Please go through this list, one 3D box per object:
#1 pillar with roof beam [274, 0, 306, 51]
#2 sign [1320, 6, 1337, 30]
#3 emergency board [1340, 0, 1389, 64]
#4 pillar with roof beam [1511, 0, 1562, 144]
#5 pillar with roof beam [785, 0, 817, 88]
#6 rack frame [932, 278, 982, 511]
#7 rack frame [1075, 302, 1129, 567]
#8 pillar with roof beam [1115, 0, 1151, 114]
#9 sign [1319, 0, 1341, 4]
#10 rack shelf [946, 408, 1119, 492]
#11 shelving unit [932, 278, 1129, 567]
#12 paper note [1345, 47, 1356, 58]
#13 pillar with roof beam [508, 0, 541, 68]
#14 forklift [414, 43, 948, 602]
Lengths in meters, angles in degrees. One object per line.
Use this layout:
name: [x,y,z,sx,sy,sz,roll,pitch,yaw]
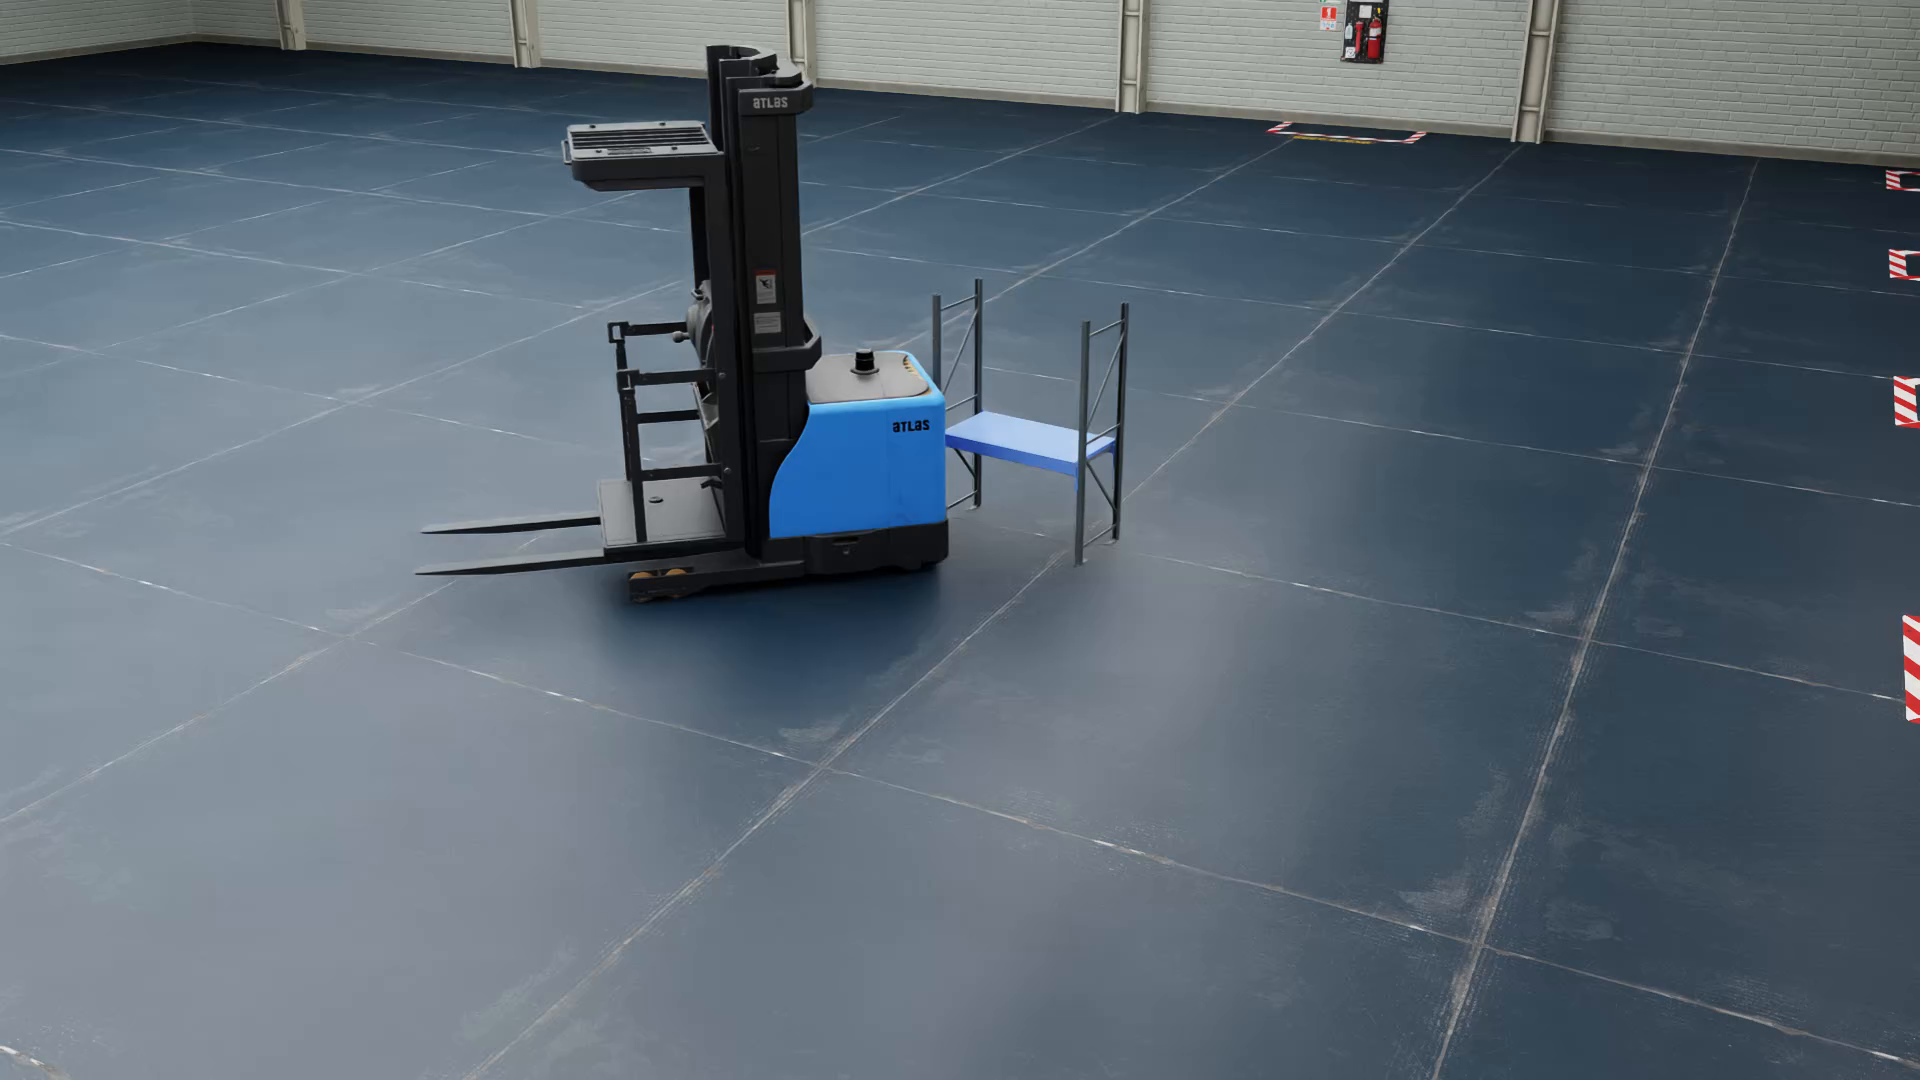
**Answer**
pillar with roof beam: [-15.340,-12.518,28.186,0.400,9.000,9.100,11,25,25]
sign: [5.385,-7.622,24.295,0.234,0.329,0.001,11,25,25]
emergency board: [5.832,-7.472,23.987,0.643,1.169,0.194,11,25,25]
pillar with roof beam: [6.078,-8.280,18.220,0.400,9.000,9.100,11,25,25]
pillar with roof beam: [-4.631,-10.399,23.203,0.400,9.000,9.100,11,25,25]
rack frame: [-0.013,-0.834,10.295,0.032,1.500,0.500,15,27,31]
rack frame: [0.833,-0.614,9.776,0.032,1.500,0.500,15,27,31]
pillar with roof beam: [0.724,-9.339,20.712,0.400,9.000,9.100,11,25,25]
sign: [5.386,-7.862,24.182,0.331,0.109,0.001,11,25,25]
rack shelf: [0.410,-0.558,10.106,1.000,0.185,0.538,15,27,31]
shelving unit: [0.410,-0.724,10.036,1.048,1.500,0.538,15,27,31]
paper note: [5.706,-7.122,24.290,0.142,0.148,0.016,11,25,25]
pillar with roof beam: [-9.985,-11.458,25.694,0.400,9.000,9.100,11,25,25]
forklift: [-1.643,-1.225,9.384,3.031,2.935,1.130,-5,24,-13]
